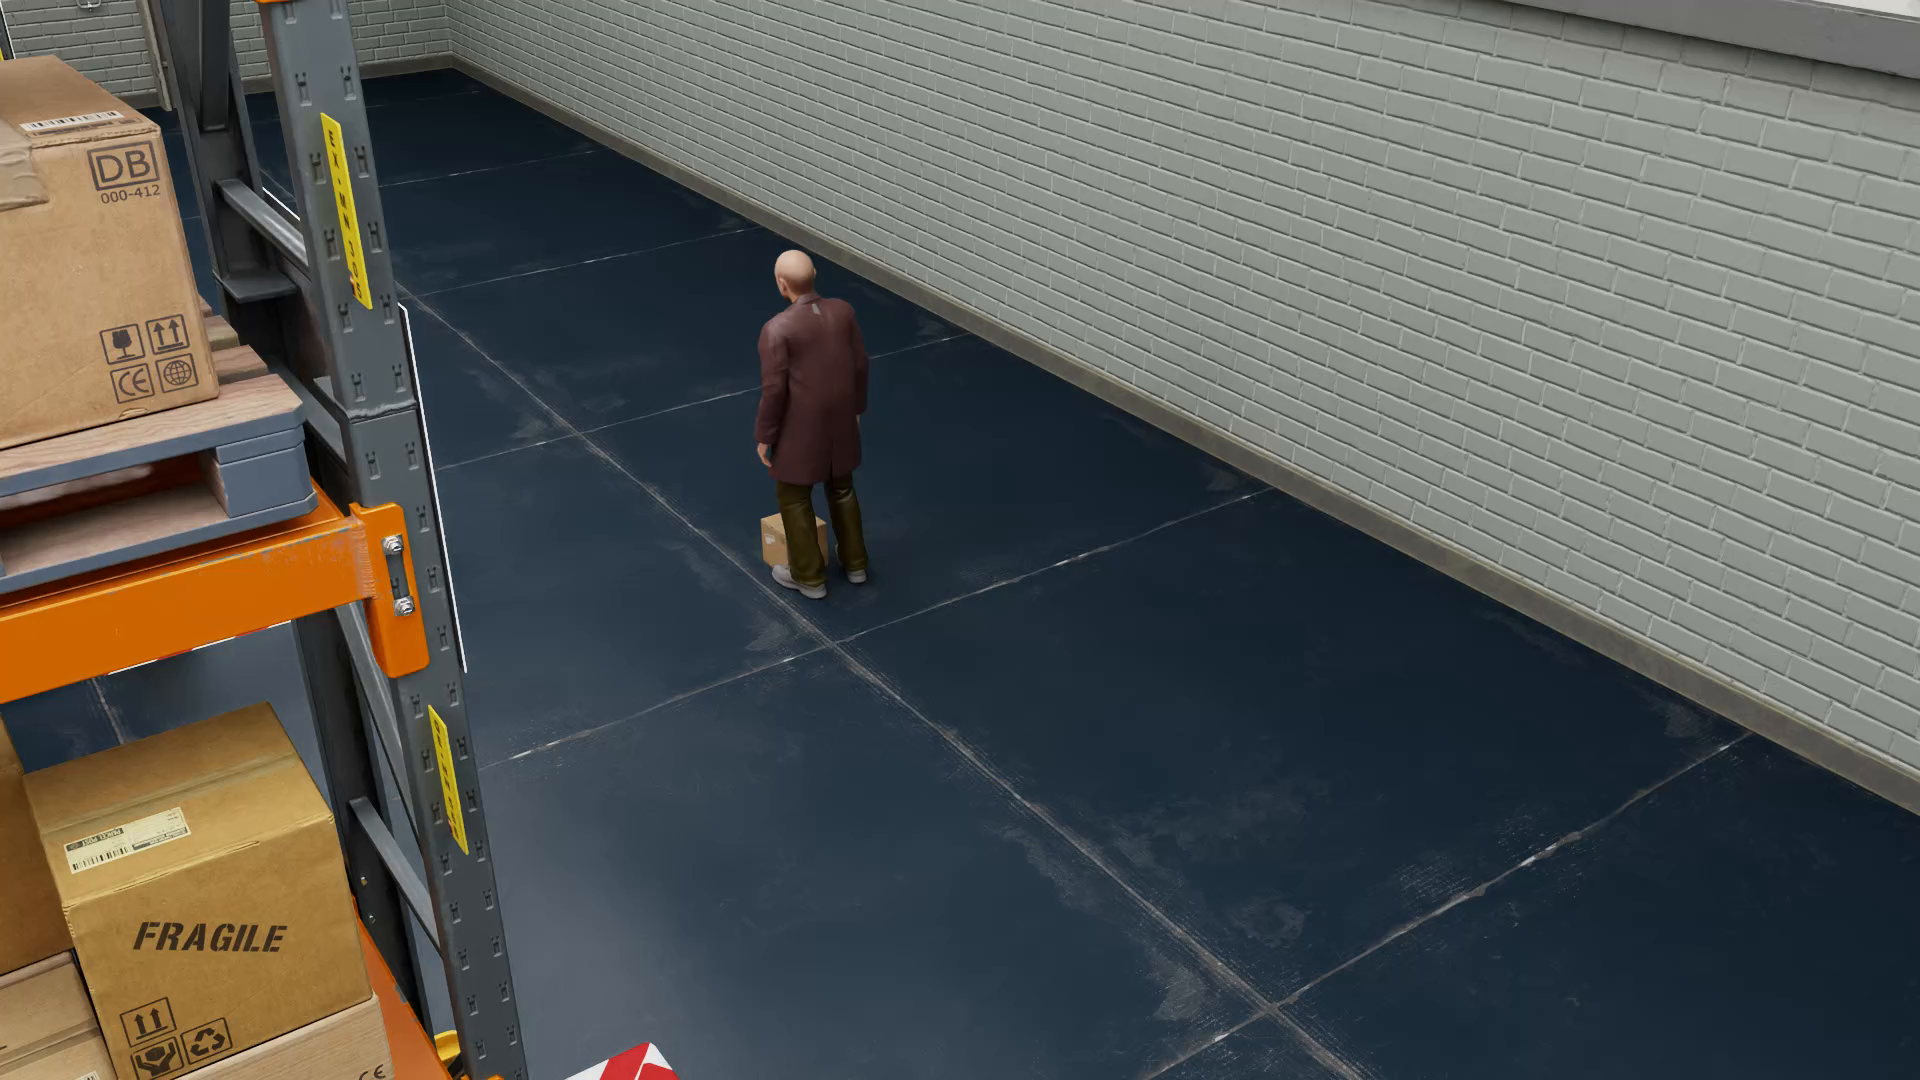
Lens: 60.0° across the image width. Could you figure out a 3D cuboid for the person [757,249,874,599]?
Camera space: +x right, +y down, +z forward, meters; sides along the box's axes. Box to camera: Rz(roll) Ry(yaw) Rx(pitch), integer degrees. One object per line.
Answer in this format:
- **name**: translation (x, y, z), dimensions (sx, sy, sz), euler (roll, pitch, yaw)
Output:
- **person**: translation (-0.713, -0.568, 8.198), dimensions (0.640, 1.773, 0.427), euler (-19, 34, -31)
